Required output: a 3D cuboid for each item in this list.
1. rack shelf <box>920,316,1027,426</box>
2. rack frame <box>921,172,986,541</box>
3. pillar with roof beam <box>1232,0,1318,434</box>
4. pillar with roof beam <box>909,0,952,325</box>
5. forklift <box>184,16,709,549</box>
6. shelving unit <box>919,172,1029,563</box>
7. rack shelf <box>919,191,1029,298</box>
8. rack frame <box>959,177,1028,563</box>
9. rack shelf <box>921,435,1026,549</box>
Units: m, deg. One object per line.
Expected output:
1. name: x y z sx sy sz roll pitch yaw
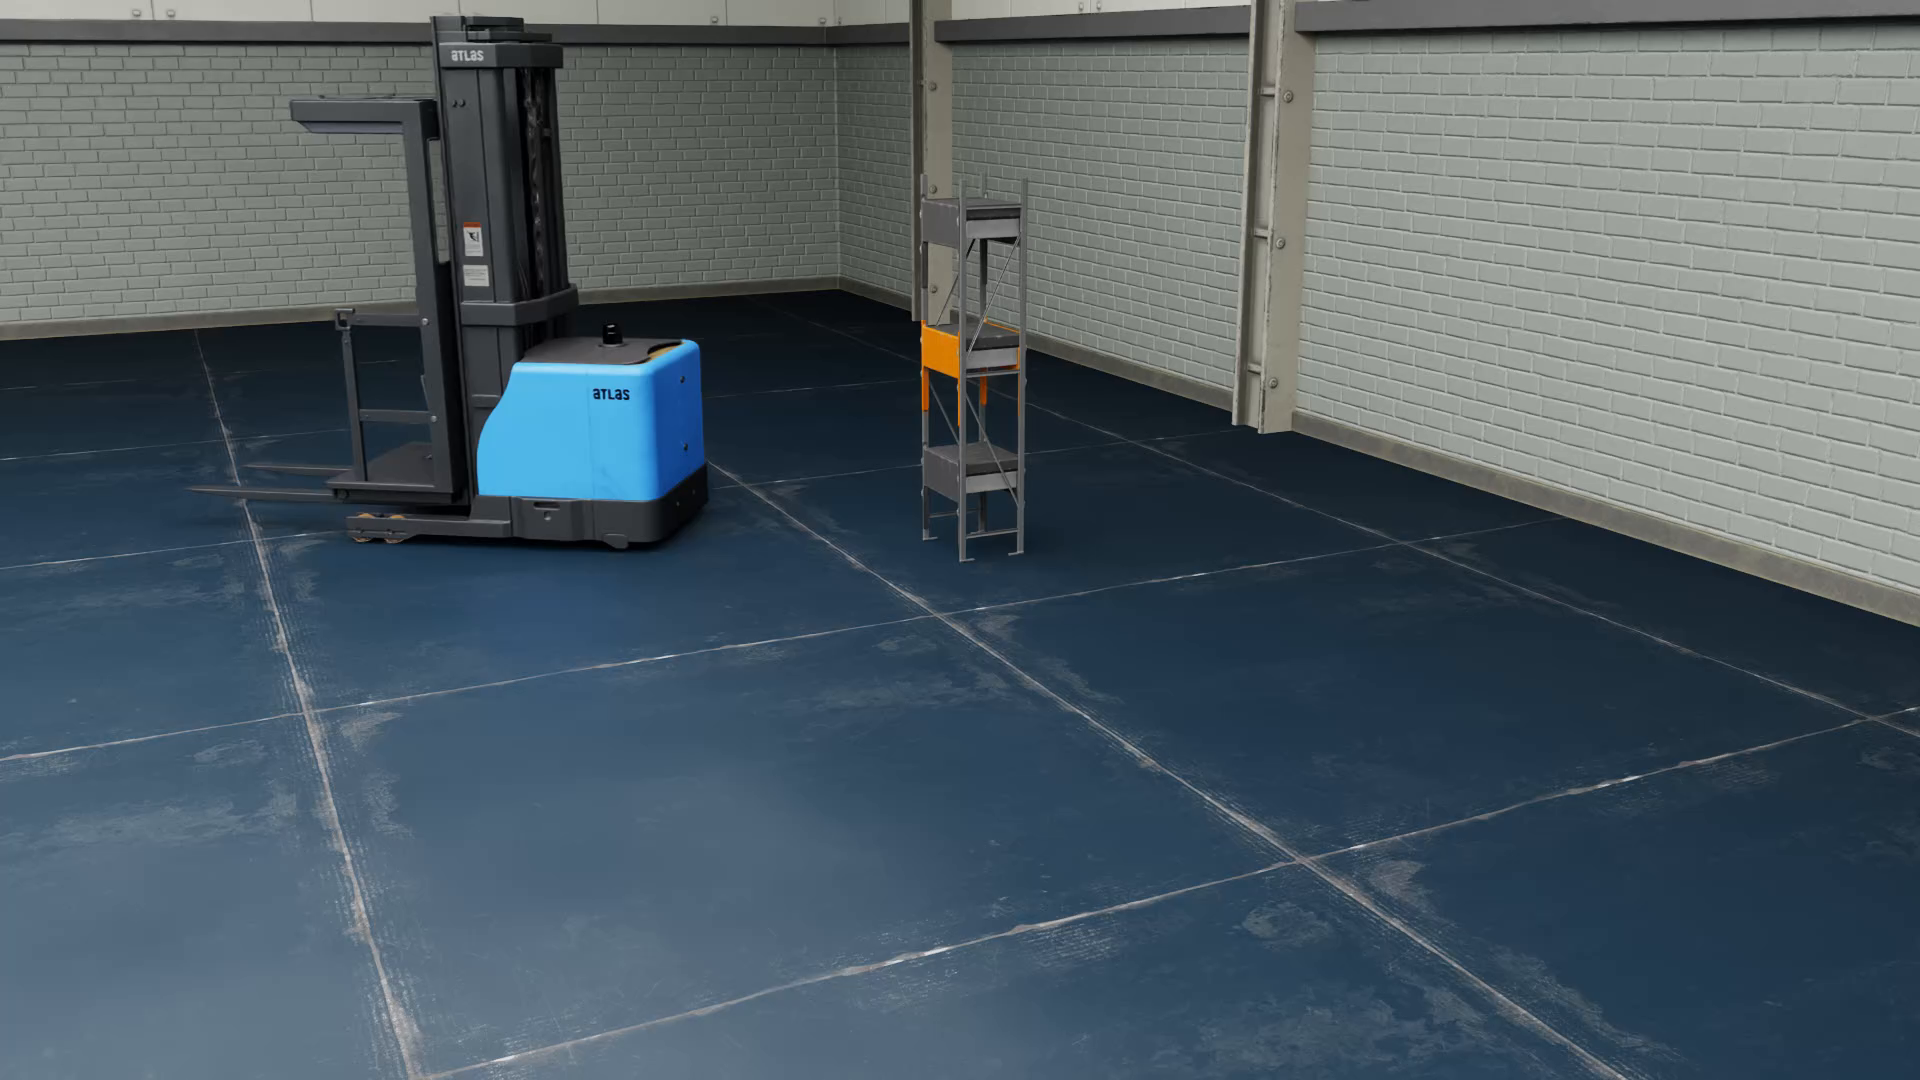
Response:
1. rack shelf: 0.072 -0.955 9.322 0.431 0.518 0.480 -8 18 -25
2. rack frame: -0.034 -1.029 9.529 0.400 2.100 0.015 -8 18 -25
3. pillar with roof beam: -1.543 -4.673 9.721 9.100 9.000 0.400 -8 18 -25
4. pillar with roof beam: -4.171 -6.161 14.906 9.100 9.000 0.400 -8 18 -25
5. forklift: -3.126 -1.528 9.760 3.031 2.935 1.130 2 16 8
6. shelving unit: 0.072 -0.968 9.318 0.431 2.100 0.503 -8 18 -25
7. rack shelf: 0.072 -1.628 9.129 0.431 0.518 0.480 -8 18 -25
8. rack frame: 0.179 -0.908 9.107 0.400 2.100 0.015 -8 18 -25
9. rack shelf: 0.073 -0.282 9.515 0.431 0.518 0.480 -8 18 -25
